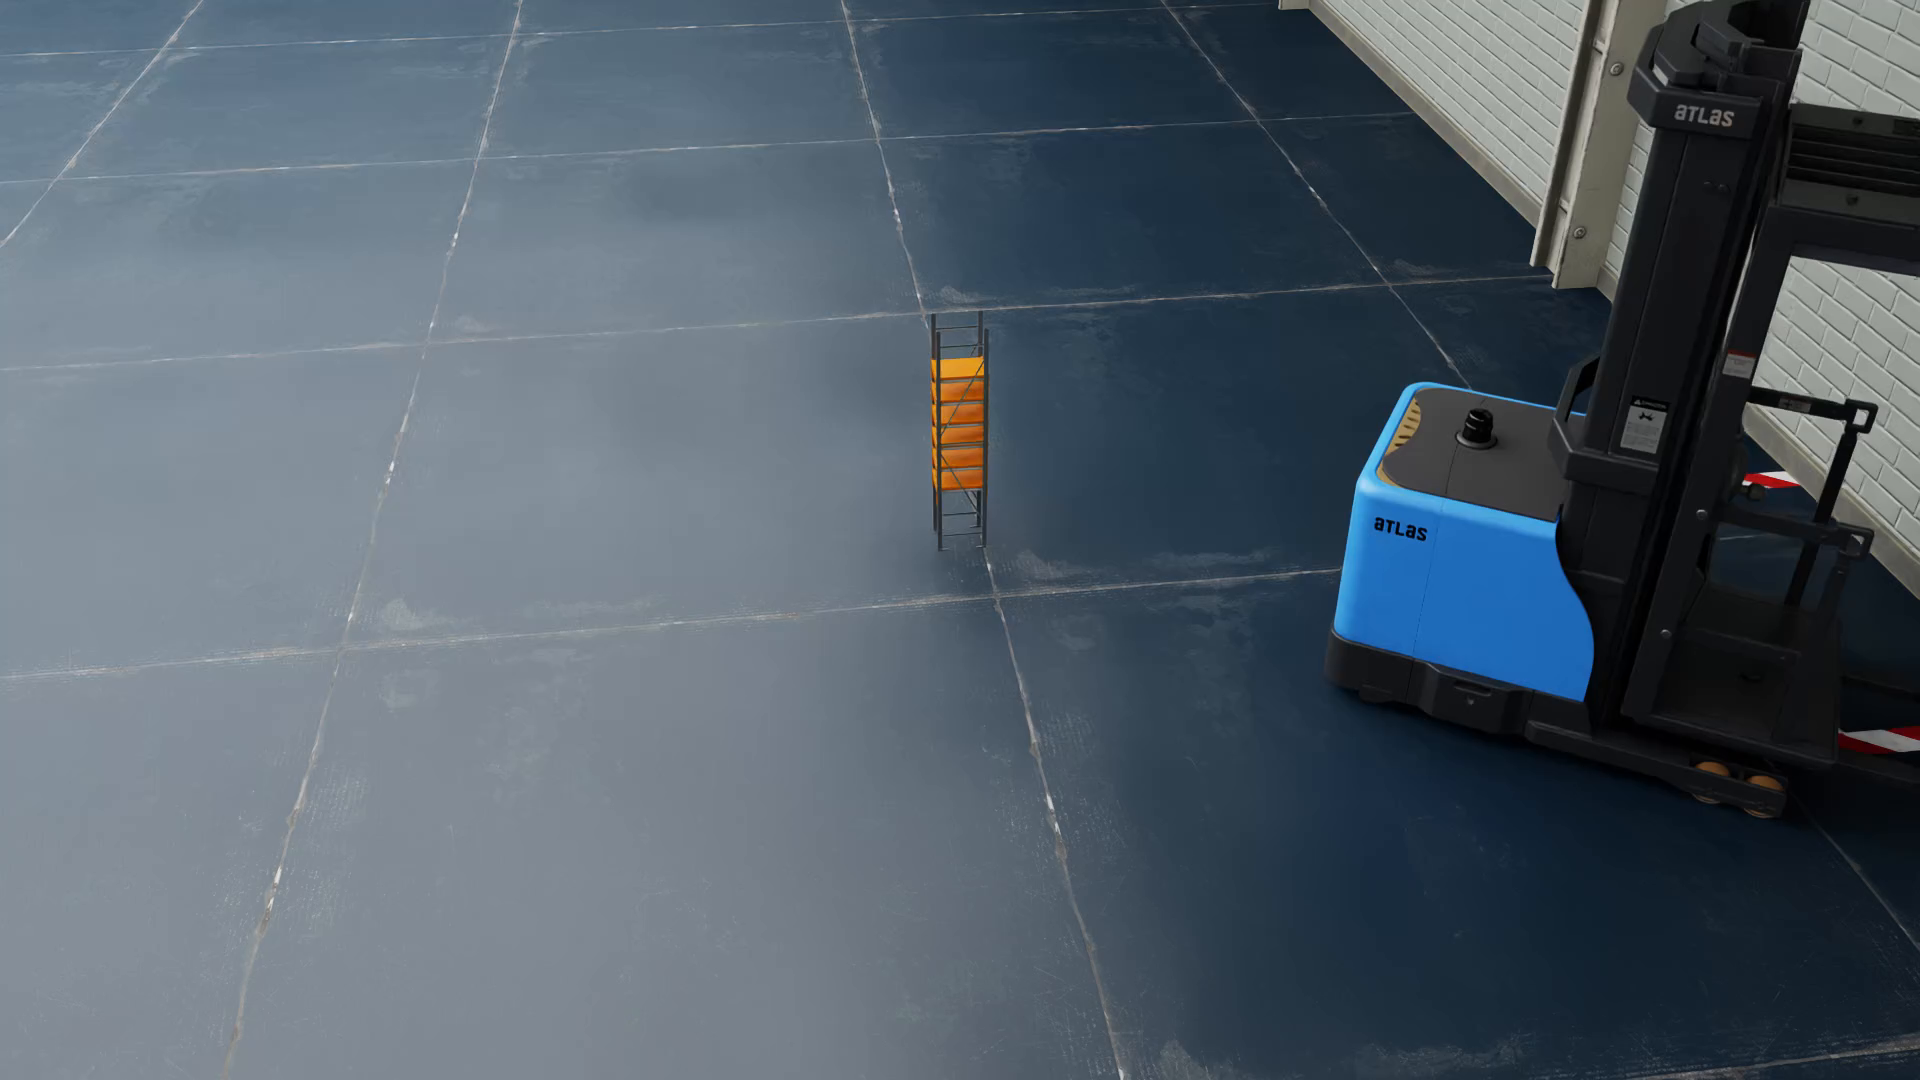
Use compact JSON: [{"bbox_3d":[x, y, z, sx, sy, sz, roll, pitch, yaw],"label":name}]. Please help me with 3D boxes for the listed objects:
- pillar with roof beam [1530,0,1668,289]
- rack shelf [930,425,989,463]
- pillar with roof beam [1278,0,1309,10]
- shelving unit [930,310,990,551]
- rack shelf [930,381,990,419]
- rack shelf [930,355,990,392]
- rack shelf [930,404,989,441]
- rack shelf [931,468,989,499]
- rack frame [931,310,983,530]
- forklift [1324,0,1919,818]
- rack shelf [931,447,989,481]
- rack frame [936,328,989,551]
[{"bbox_3d":[-0.348,-5.114,7.763,9.100,9.000,0.400,-4,35,-6],"label":"pillar with roof beam"},{"bbox_3d":[-0.002,-0.467,7.949,0.258,0.103,0.180,-4,35,-6],"label":"rack shelf"},{"bbox_3d":[-1.155,-8.462,12.676,9.100,9.000,0.400,-4,35,-6],"label":"pillar with roof beam"},{"bbox_3d":[-0.002,-0.504,7.924,0.258,1.200,0.189,-4,35,-6],"label":"shelving unit"},{"bbox_3d":[-0.002,-0.665,7.814,0.258,0.103,0.180,-4,35,-6],"label":"rack shelf"},{"bbox_3d":[-0.002,-0.765,7.746,0.258,0.103,0.180,-4,35,-6],"label":"rack shelf"},{"bbox_3d":[-0.002,-0.566,7.881,0.258,0.103,0.180,-4,35,-6],"label":"rack shelf"},{"bbox_3d":[-0.002,-0.269,8.084,0.258,0.103,0.180,-4,35,-6],"label":"rack shelf"},{"bbox_3d":[-0.014,-0.555,7.999,0.240,1.200,0.006,-4,35,-6],"label":"rack frame"},{"bbox_3d":[3.151,-0.447,6.304,3.031,2.935,1.130,15,37,21],"label":"forklift"},{"bbox_3d":[-0.002,-0.368,8.017,0.258,0.103,0.180,-4,35,-6],"label":"rack shelf"},{"bbox_3d":[0.010,-0.453,7.849,0.240,1.200,0.006,-4,35,-6],"label":"rack frame"}]
